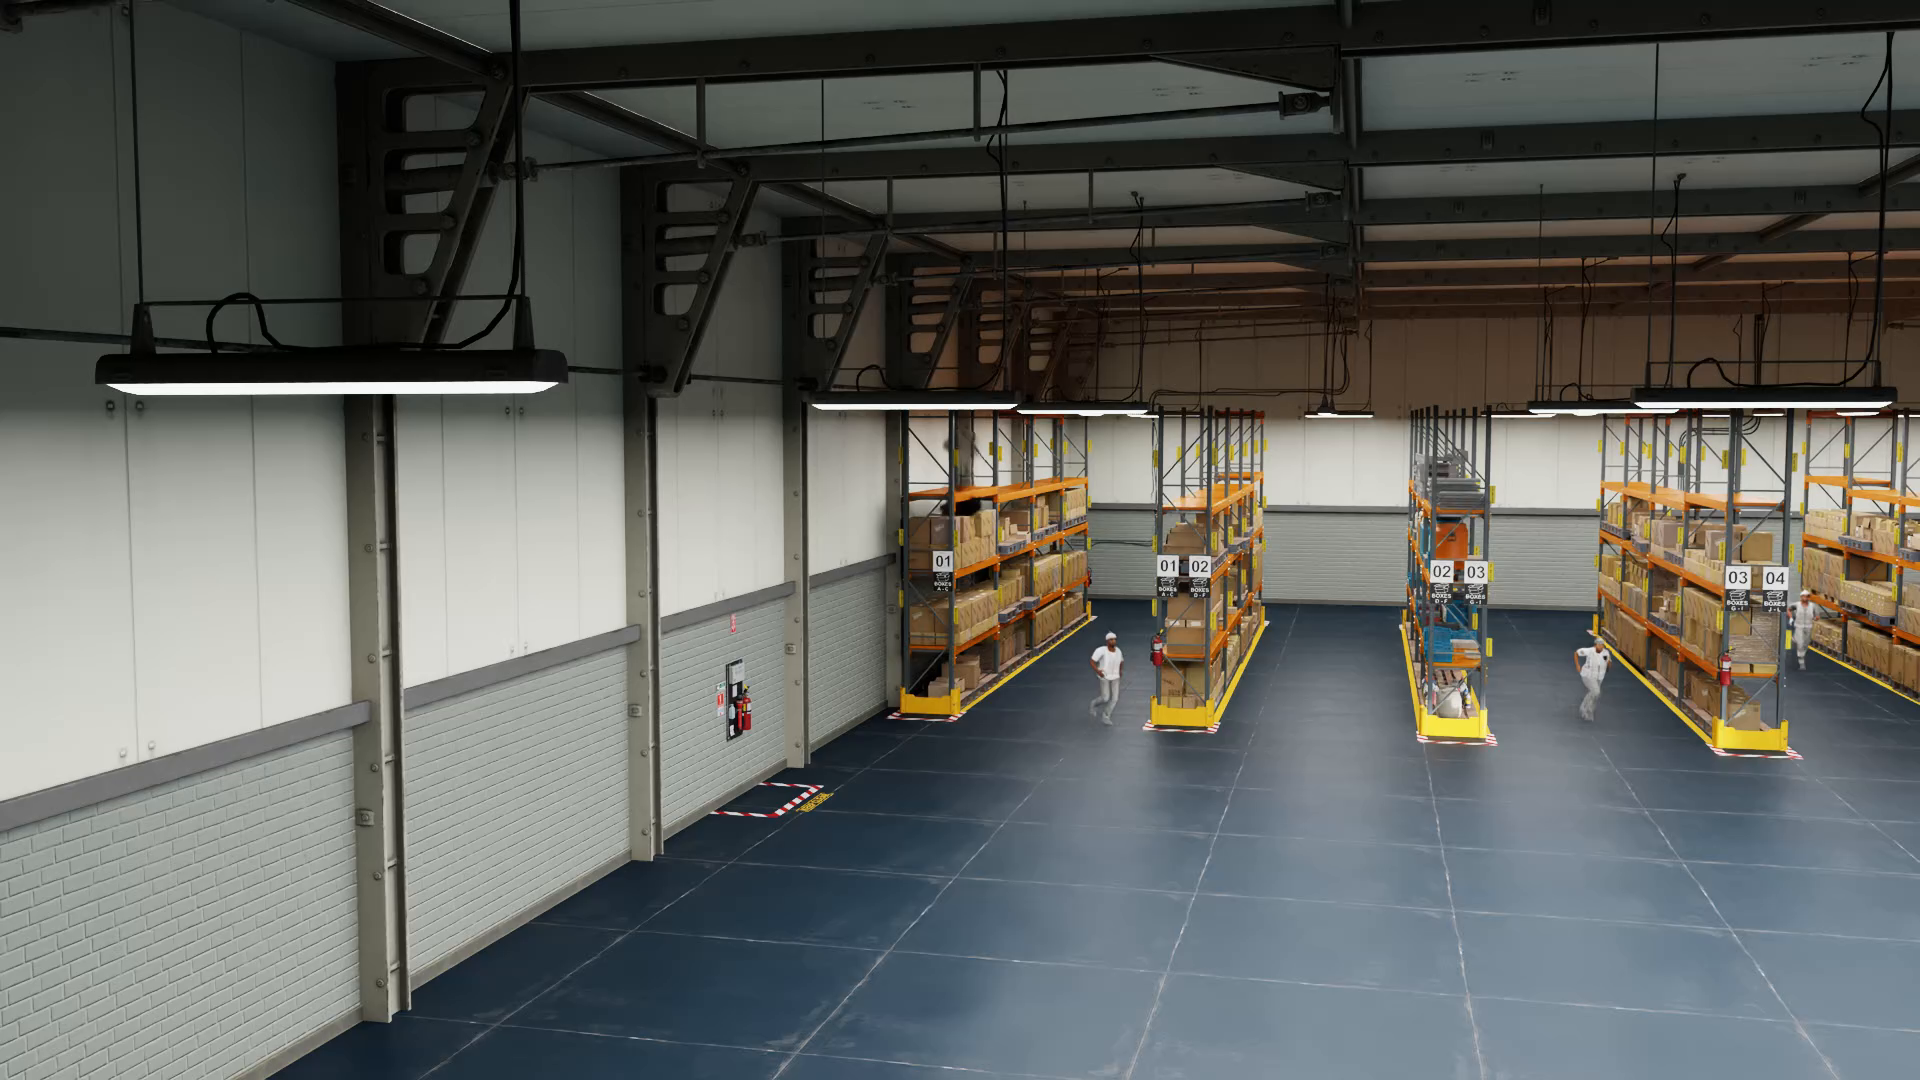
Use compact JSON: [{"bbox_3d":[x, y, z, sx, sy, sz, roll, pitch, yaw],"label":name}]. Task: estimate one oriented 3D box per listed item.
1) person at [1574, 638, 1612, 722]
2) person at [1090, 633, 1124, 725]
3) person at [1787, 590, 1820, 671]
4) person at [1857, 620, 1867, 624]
[{"bbox_3d":[12.050,2.638,31.665,0.592,1.613,0.864,-1,4,-13],"label":"person"},{"bbox_3d":[2.806,2.609,31.541,0.723,1.725,0.615,-2,4,-24],"label":"person"},{"bbox_3d":[19.470,2.059,38.368,0.650,1.805,0.949,1,4,16],"label":"person"},{"bbox_3d":[23.700,1.831,43.423,0.636,1.600,0.610,-2,5,-27],"label":"person"}]
